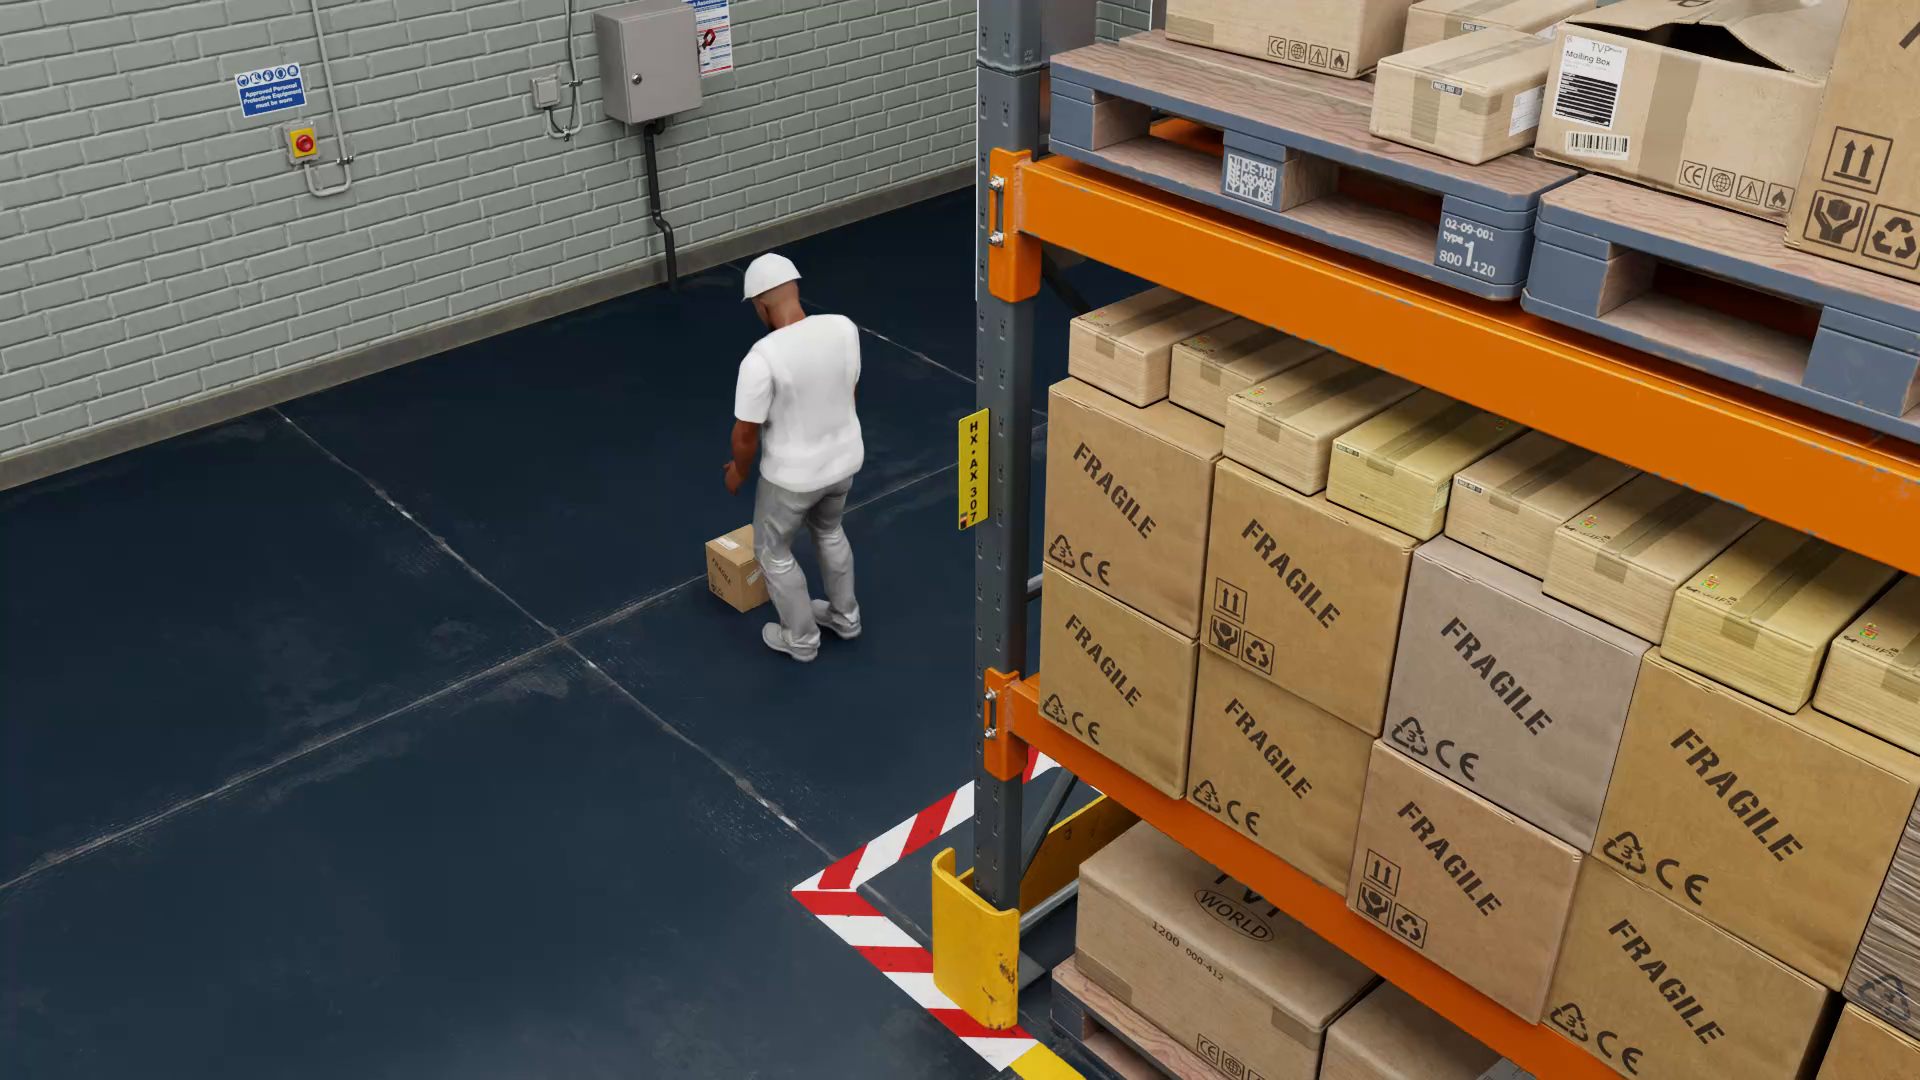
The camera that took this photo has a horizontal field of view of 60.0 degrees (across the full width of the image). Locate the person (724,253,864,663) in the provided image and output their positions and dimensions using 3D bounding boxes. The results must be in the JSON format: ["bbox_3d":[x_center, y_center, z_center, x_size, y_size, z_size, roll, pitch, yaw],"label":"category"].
[{"bbox_3d":[-0.653,-0.310,6.666,0.591,1.718,0.453,-25,39,-34],"label":"person"}]
